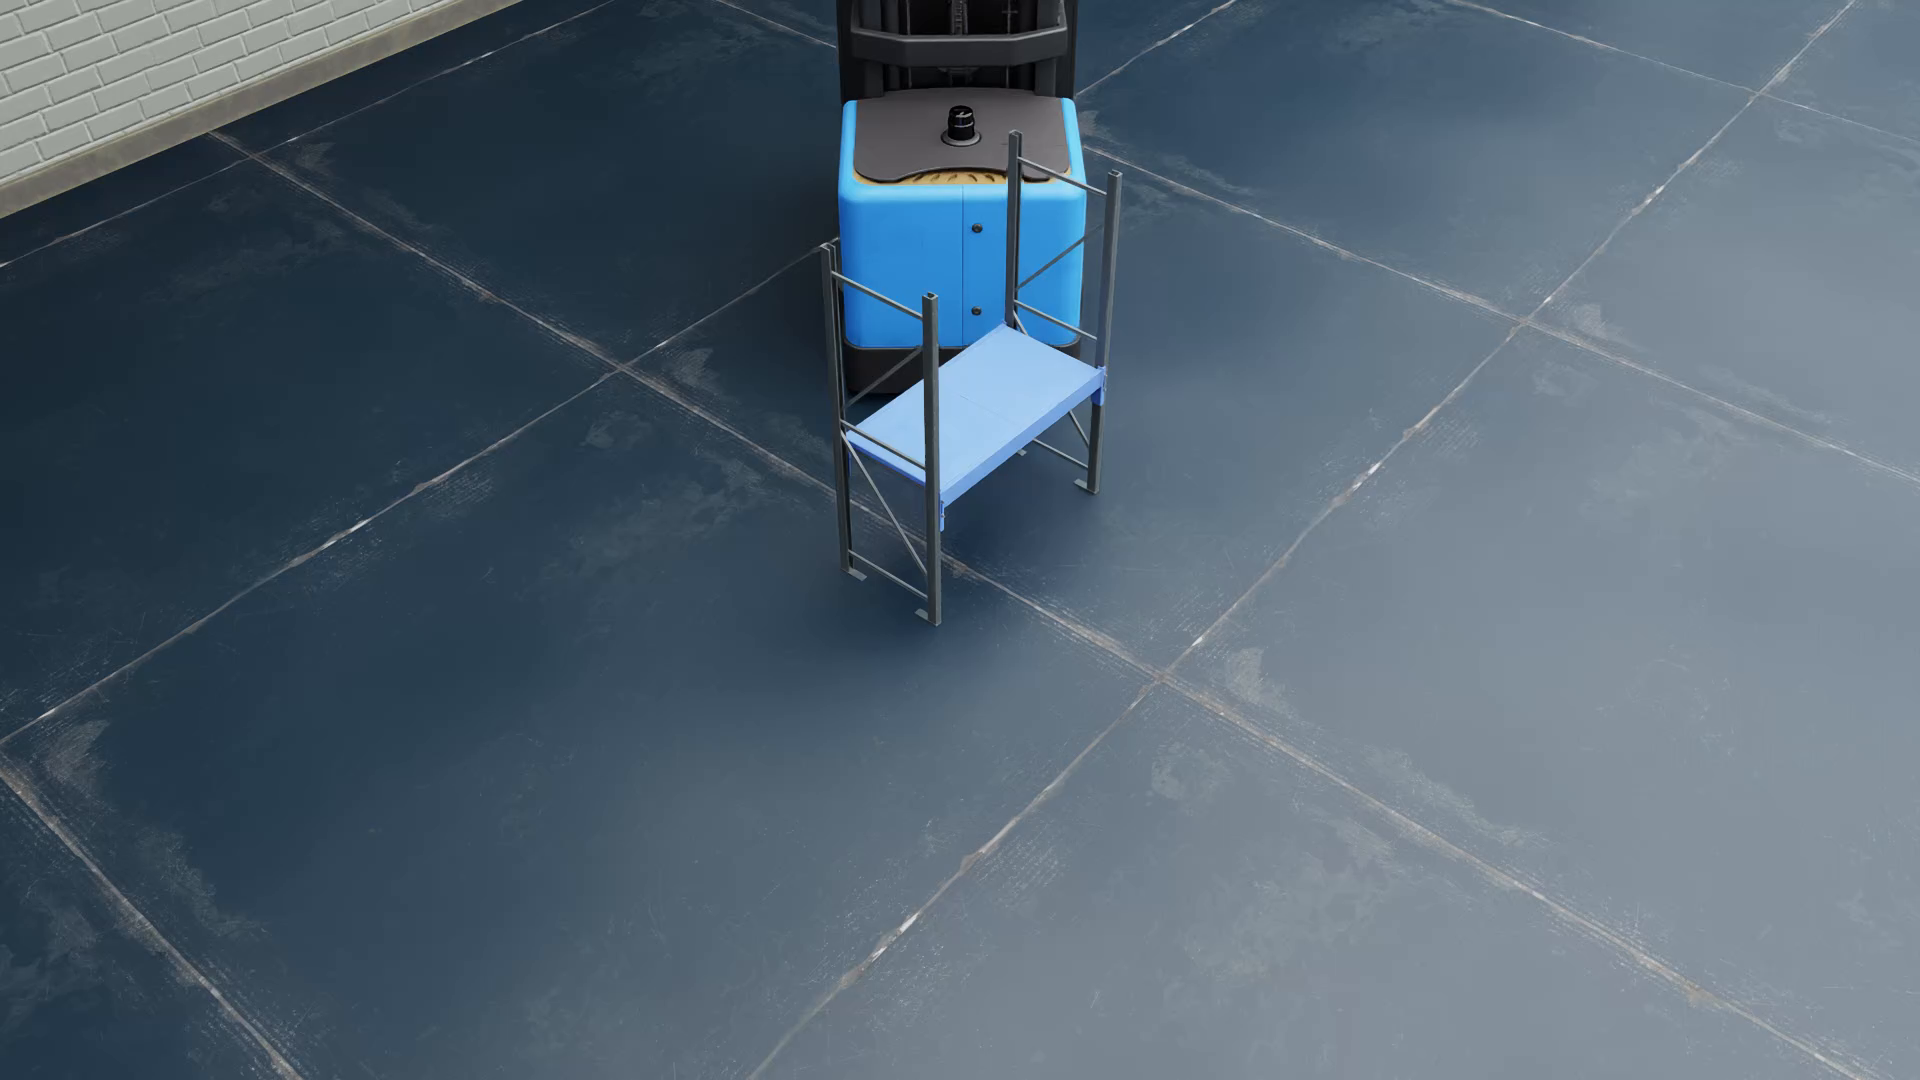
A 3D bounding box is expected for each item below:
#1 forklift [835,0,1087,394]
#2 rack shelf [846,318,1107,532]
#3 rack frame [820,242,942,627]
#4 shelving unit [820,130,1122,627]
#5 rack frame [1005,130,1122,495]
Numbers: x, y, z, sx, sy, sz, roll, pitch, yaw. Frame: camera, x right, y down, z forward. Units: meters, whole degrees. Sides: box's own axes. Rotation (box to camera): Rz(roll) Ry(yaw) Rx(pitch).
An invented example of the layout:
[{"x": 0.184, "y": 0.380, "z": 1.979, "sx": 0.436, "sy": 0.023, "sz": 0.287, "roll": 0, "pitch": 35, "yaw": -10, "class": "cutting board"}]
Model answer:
[{"x": -0.019, "y": -2.703, "z": 7.544, "sx": 1.130, "sy": 2.935, "sz": 3.031, "roll": -1, "pitch": 42, "yaw": -1, "class": "forklift"}, {"x": 0.055, "y": -0.466, "z": 6.415, "sx": 0.538, "sy": 0.185, "sz": 1.000, "roll": 29, "pitch": 50, "yaw": 28, "class": "rack shelf"}, {"x": -0.272, "y": -0.337, "z": 6.006, "sx": 0.500, "sy": 1.500, "sz": 0.032, "roll": 29, "pitch": 50, "yaw": 28, "class": "rack frame"}, {"x": 0.055, "y": -0.599, "z": 6.294, "sx": 0.538, "sy": 1.500, "sz": 1.048, "roll": 29, "pitch": 50, "yaw": 28, "class": "shelving unit"}, {"x": 0.382, "y": -0.861, "z": 6.582, "sx": 0.500, "sy": 1.500, "sz": 0.032, "roll": 29, "pitch": 50, "yaw": 28, "class": "rack frame"}]
